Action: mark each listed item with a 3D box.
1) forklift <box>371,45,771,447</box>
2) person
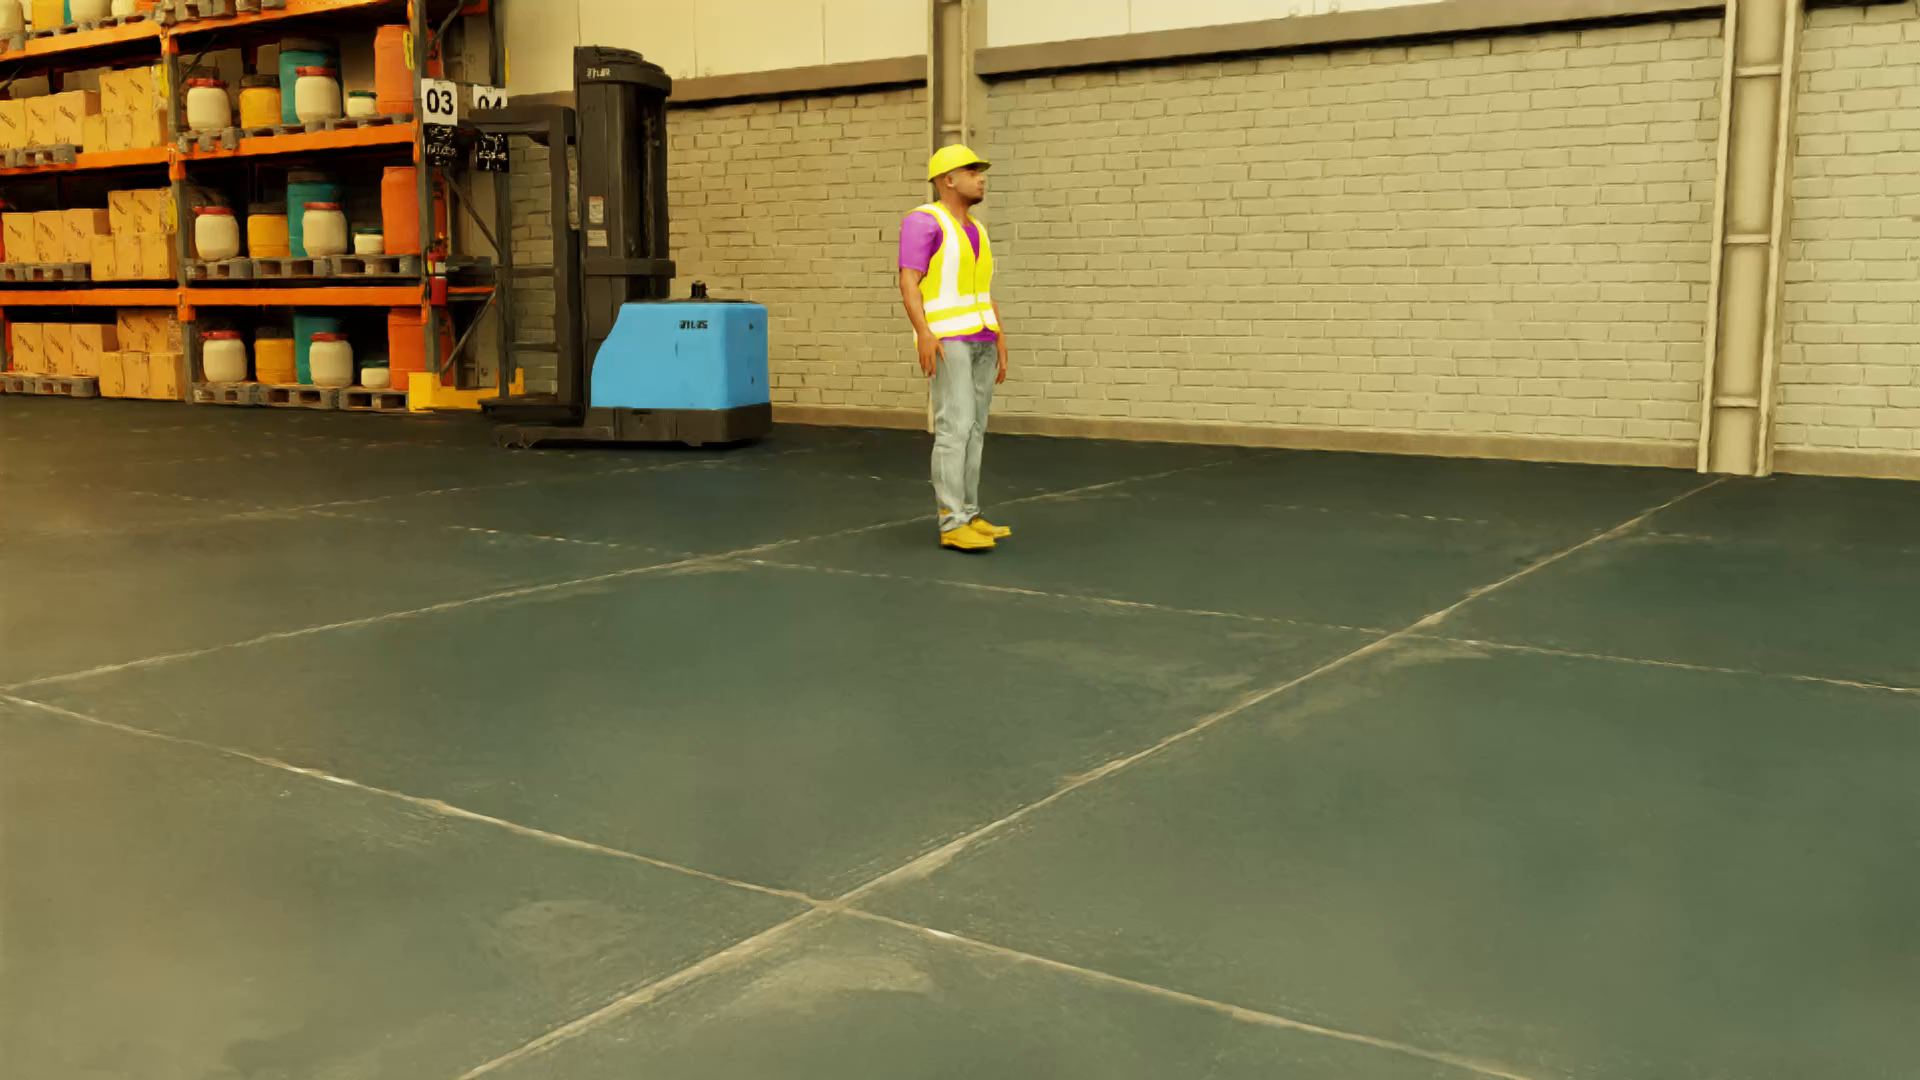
[{"bbox_3d":[-3.053,-2.215,12.771,3.031,2.935,1.130,2,8,14],"label":"forklift"},{"bbox_3d":[0.055,-0.875,7.435,0.576,1.766,0.665,5,10,34],"label":"person"}]
